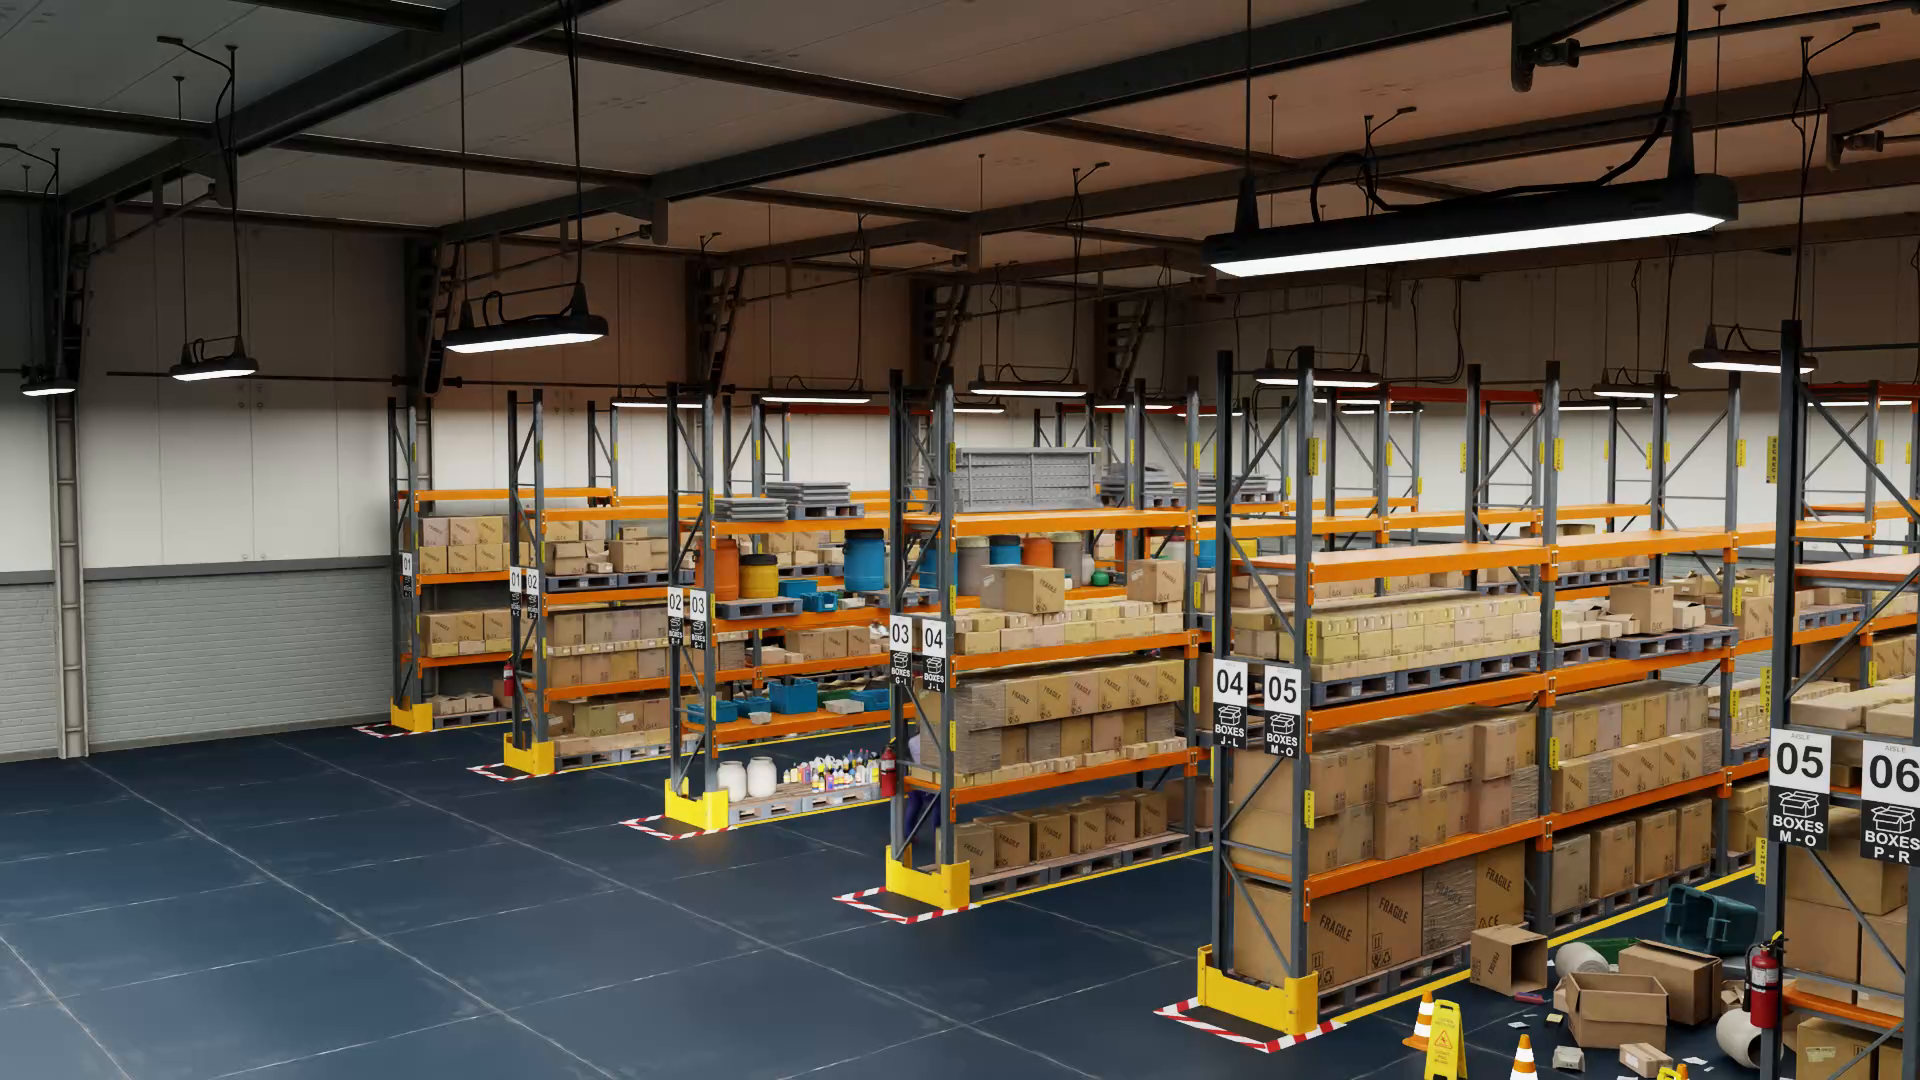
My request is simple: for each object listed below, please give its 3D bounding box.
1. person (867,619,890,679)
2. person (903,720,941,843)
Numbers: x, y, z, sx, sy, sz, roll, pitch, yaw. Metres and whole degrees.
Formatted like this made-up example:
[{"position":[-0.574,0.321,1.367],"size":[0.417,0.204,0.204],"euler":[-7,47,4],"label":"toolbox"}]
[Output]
[{"position":[-1.649,2.328,33.863],"size":[0.621,1.746,0.471],"euler":[0,3,-6],"label":"person"},{"position":[-0.417,3.119,21.328],"size":[0.713,1.686,0.529],"euler":[-1,4,-18],"label":"person"}]
